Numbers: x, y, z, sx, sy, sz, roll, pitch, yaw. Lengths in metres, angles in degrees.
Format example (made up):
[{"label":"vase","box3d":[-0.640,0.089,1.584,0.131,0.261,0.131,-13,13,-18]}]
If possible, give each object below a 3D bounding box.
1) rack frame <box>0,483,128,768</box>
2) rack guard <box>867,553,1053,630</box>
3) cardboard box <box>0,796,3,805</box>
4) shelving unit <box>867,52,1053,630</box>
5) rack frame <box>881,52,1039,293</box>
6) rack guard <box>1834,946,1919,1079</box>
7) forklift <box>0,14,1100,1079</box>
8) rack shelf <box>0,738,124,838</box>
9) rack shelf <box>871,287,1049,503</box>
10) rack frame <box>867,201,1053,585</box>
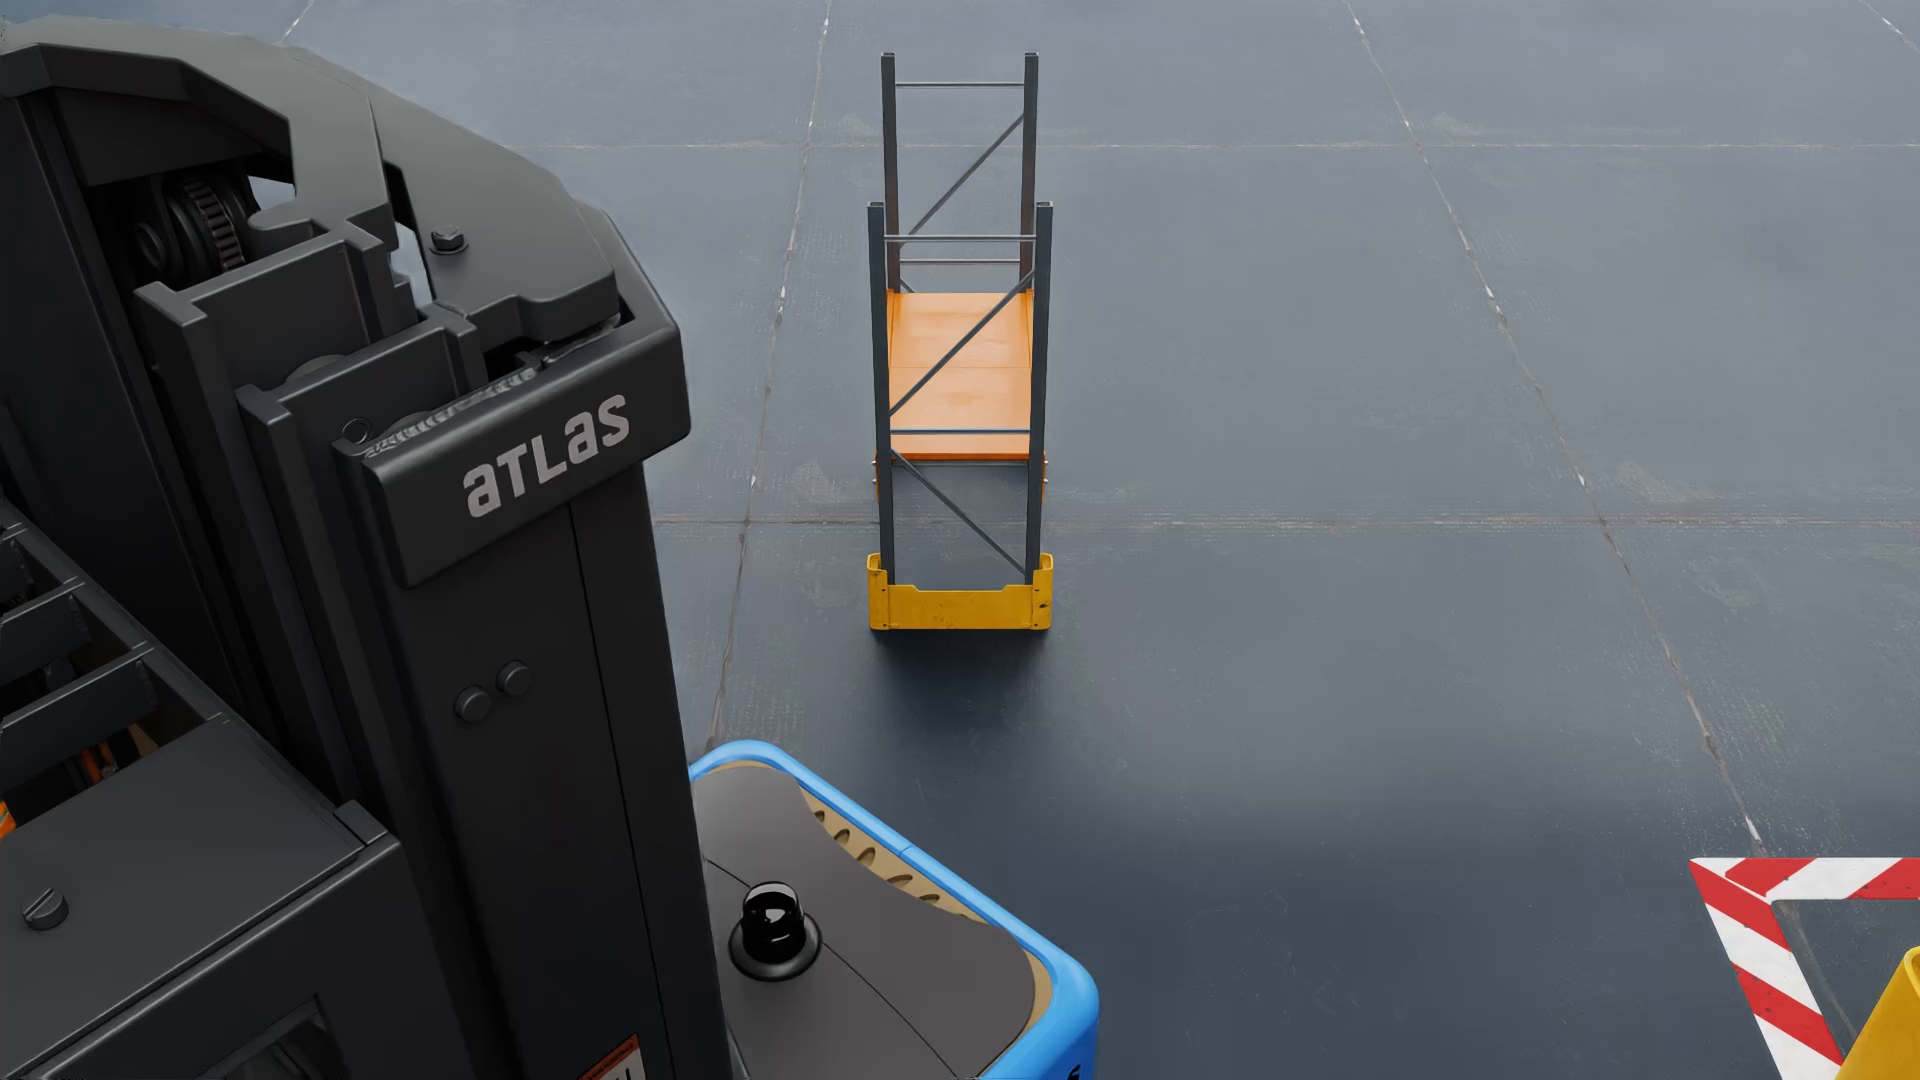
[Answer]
[{"label":"rack frame","box3d":[-2.245,0.147,3.169,1.000,3.000,0.127,0,39,0]},{"label":"rack guard","box3d":[0.000,0.166,5.343,0.587,0.250,0.087,0,39,0]},{"label":"cardboard box","box3d":[-2.199,0.320,2.832,0.875,0.550,0.550,0,39,0]},{"label":"shelving unit","box3d":[0.000,-0.633,5.340,0.587,1.500,1.083,0,39,0]},{"label":"rack frame","box3d":[-0.001,-0.956,5.744,0.500,1.500,0.032,0,39,0]},{"label":"rack guard","box3d":[2.715,1.229,3.817,1.175,0.500,0.348,0,39,0]},{"label":"forklift","box3d":[-1.092,0.977,2.187,1.130,2.935,3.031,30,47,32]},{"label":"rack shelf","box3d":[-2.242,1.678,1.833,1.077,0.370,4.000,0,39,0]},{"label":"rack shelf","box3d":[0.000,-0.498,5.460,0.538,0.185,1.000,0,39,0]},{"label":"rack frame","box3d":[0.000,-0.321,4.951,0.500,1.500,0.032,0,39,0]}]
